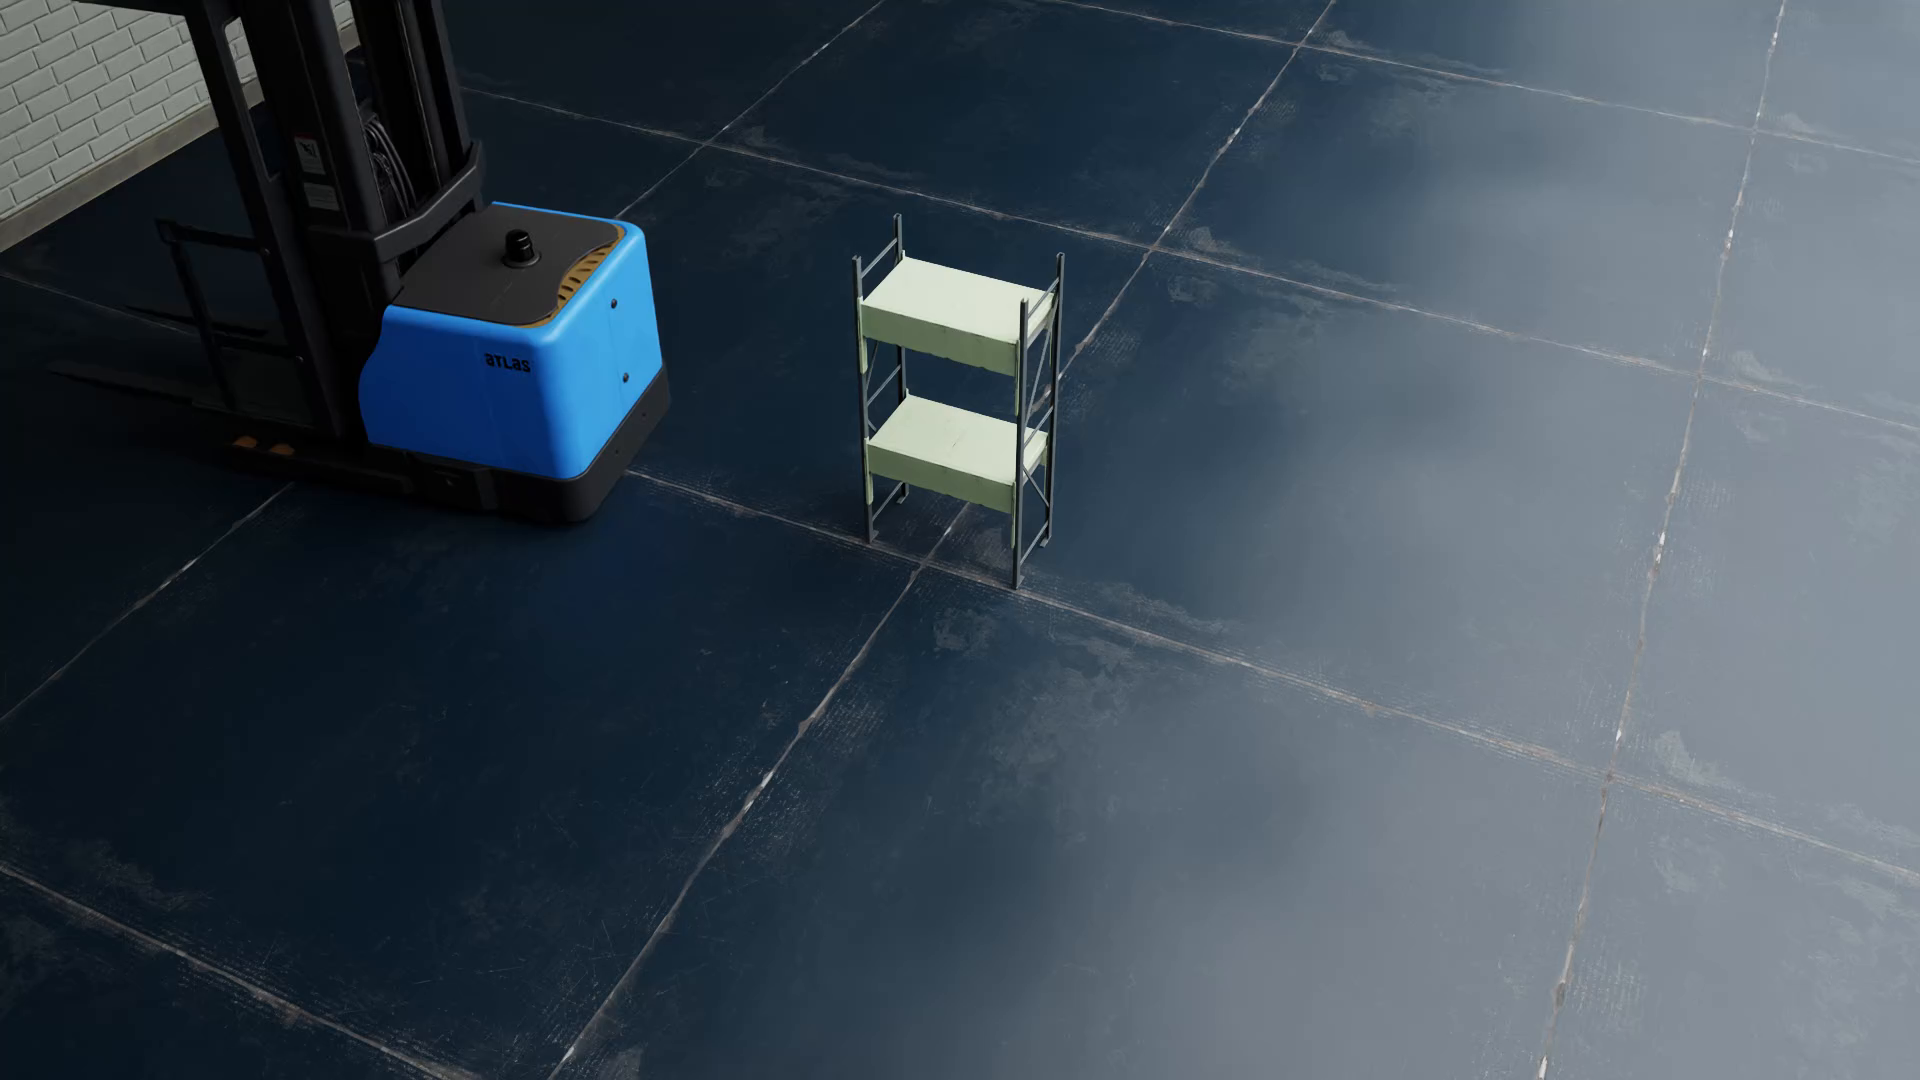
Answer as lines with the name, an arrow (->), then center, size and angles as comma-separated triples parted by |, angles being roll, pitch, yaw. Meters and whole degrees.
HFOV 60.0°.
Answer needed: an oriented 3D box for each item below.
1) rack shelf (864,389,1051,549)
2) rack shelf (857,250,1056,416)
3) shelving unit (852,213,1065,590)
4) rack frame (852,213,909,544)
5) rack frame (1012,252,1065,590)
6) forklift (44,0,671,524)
rack shelf -> -0.006, -0.322, 7.358 | 0.720, 0.370, 0.431 | 17, 44, 19
rack shelf -> -0.006, -0.863, 6.889 | 0.720, 0.370, 0.431 | 17, 44, 19
shelving unit -> -0.006, -0.569, 7.145 | 0.755, 1.500, 0.431 | 17, 44, 19
rack frame -> -0.338, -0.670, 7.262 | 0.023, 1.500, 0.400 | 17, 44, 19
rack frame -> 0.326, -0.467, 7.028 | 0.023, 1.500, 0.400 | 17, 44, 19
forklift -> -3.019, -1.727, 7.388 | 3.031, 2.935, 1.130 | 11, 42, 12
